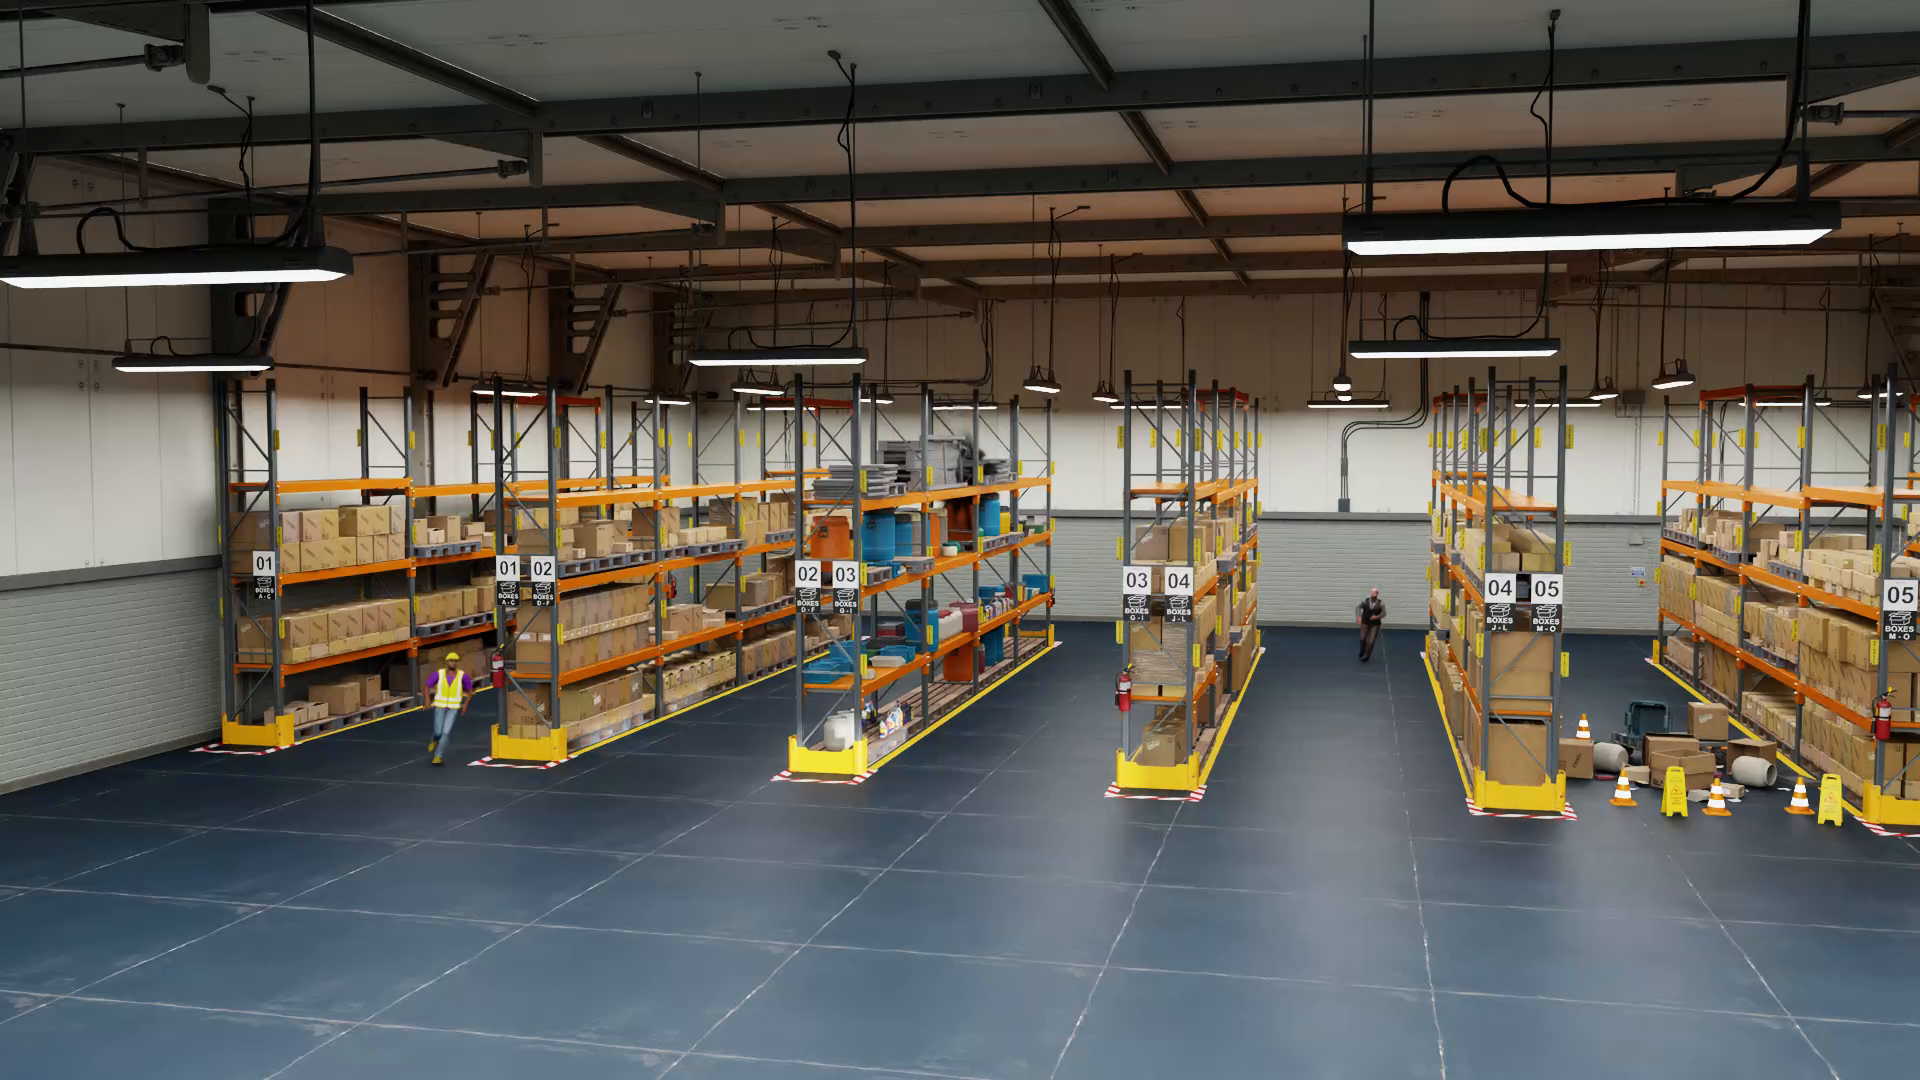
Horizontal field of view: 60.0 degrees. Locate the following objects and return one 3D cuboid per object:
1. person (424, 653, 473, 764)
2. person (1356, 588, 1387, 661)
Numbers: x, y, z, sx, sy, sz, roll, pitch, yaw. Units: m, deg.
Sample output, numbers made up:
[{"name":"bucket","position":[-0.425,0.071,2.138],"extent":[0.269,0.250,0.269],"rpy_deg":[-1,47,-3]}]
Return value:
[{"name":"person","position":[-7.962,2.601,25.913],"extent":[0.741,1.695,0.602],"rpy_deg":[-1,4,-19]},{"name":"person","position":[9.278,1.915,37.538],"extent":[0.681,1.657,0.536],"rpy_deg":[1,4,16]}]
